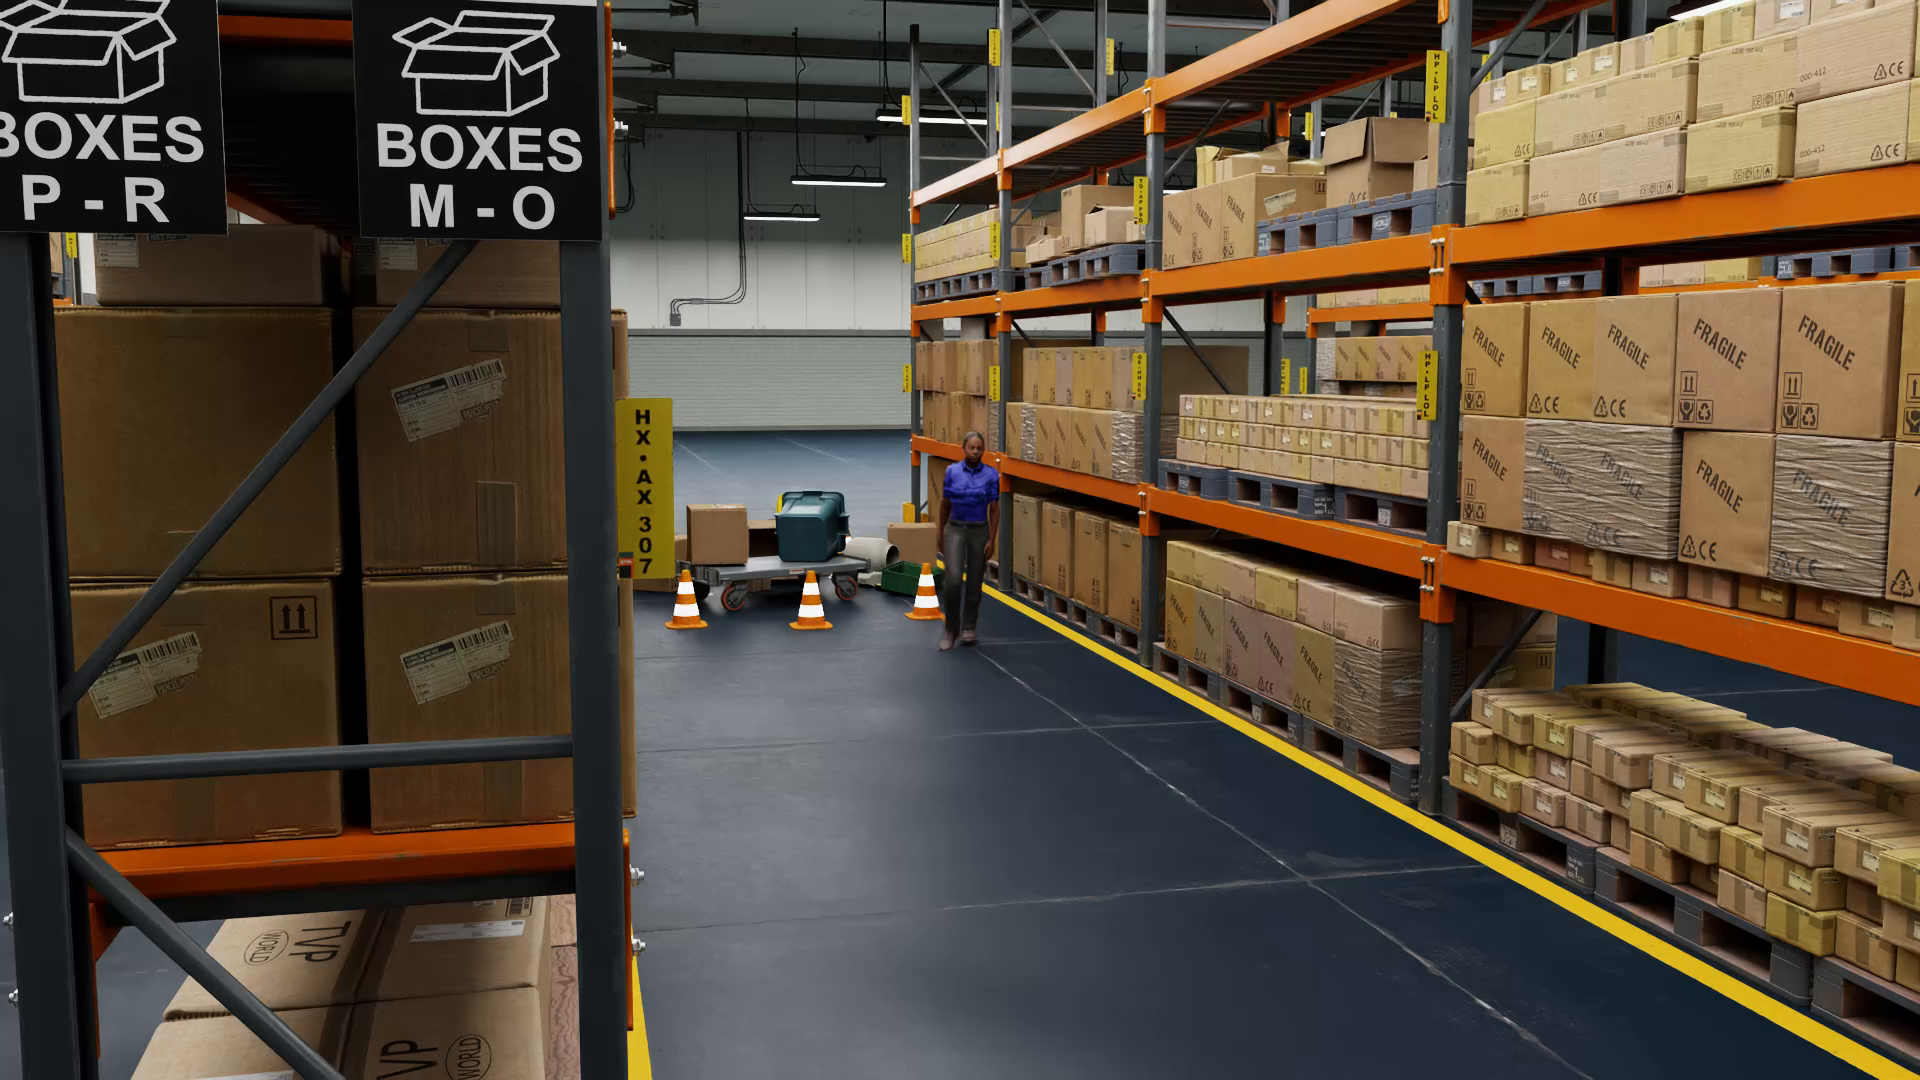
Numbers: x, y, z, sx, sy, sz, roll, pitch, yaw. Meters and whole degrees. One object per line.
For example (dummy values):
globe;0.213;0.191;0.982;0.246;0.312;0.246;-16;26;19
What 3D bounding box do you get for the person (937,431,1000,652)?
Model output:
person;0.055;0.003;12.720;0.482;1.683;0.533;-1;6;-5
